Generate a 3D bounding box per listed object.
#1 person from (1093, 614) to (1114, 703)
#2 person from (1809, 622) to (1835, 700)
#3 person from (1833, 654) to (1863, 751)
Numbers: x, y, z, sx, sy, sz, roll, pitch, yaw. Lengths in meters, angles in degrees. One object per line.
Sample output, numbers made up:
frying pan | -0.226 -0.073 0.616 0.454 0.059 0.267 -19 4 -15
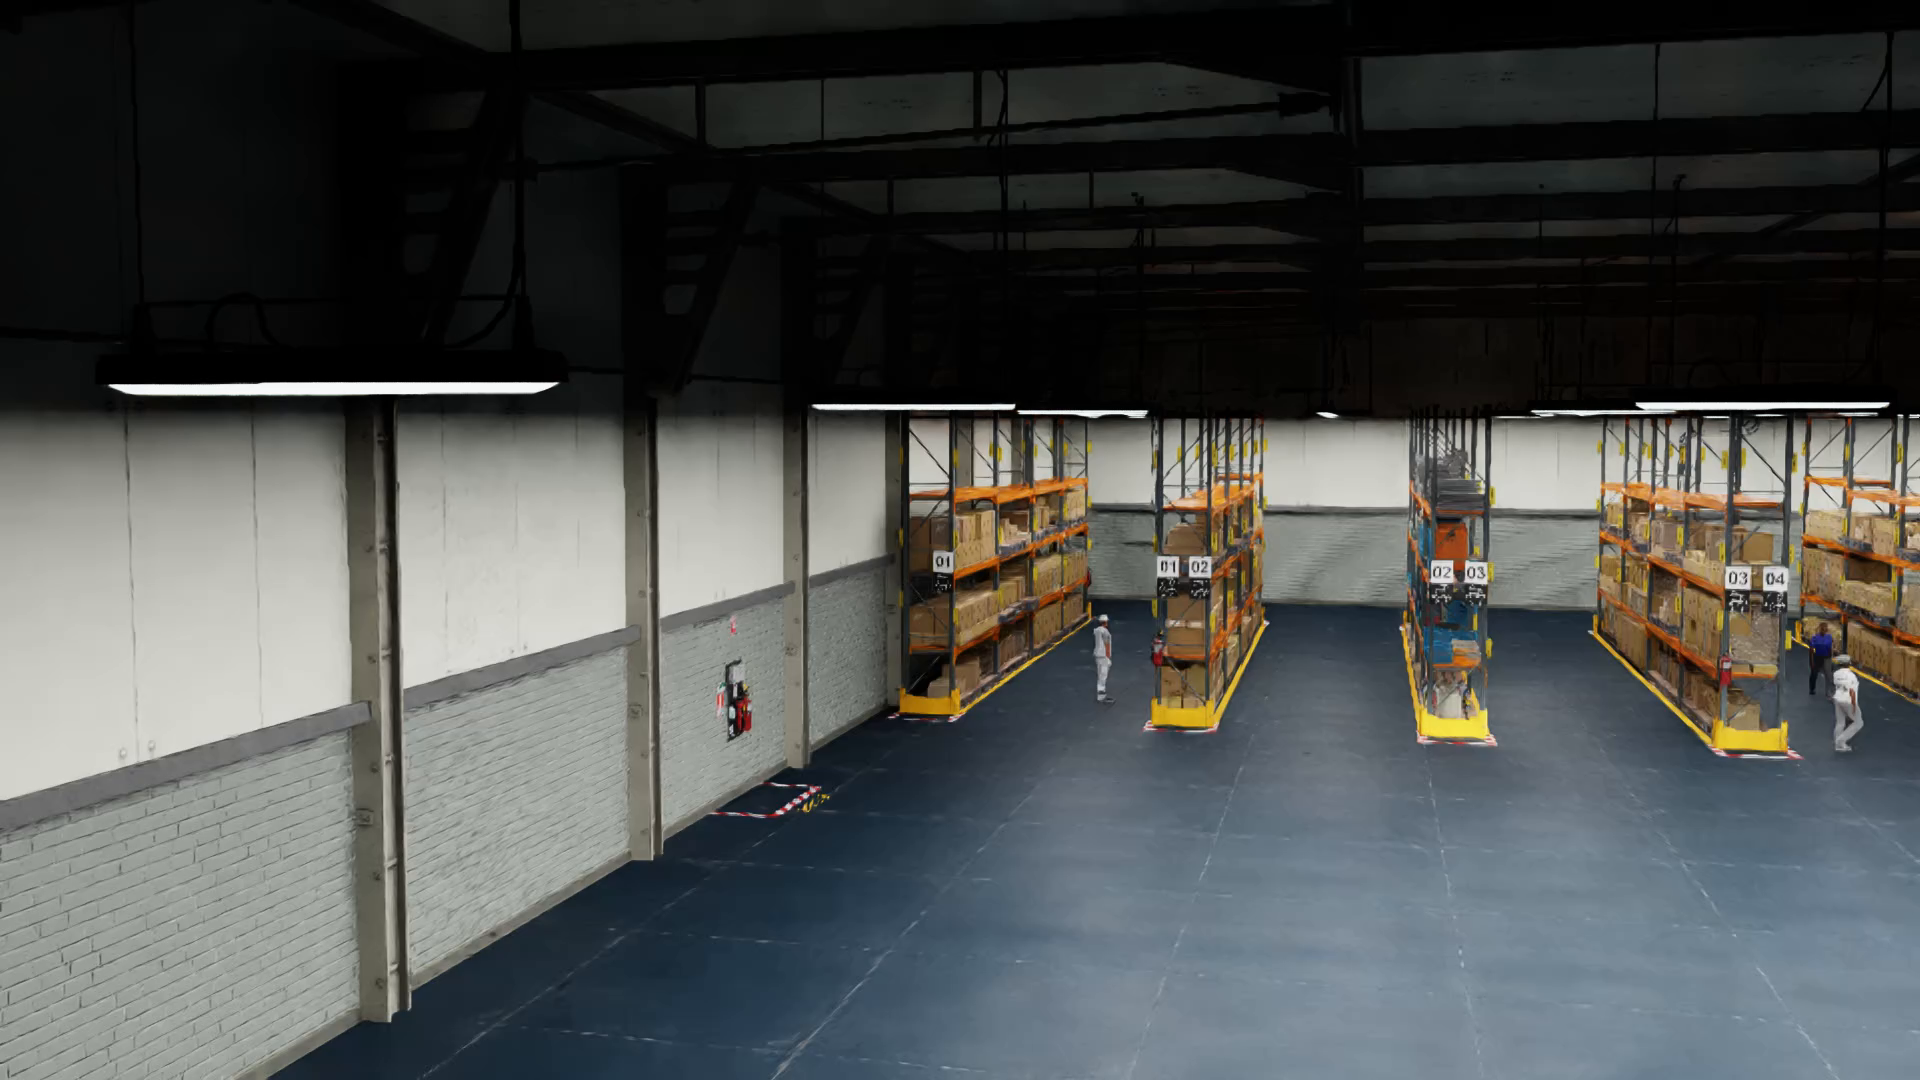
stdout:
person | 2.949 2.389 33.779 0.442 1.792 0.606 -1 4 -17
person | 17.749 2.460 34.286 0.447 1.574 1.088 1 4 16
person | 15.297 2.825 28.751 0.422 1.674 0.501 -1 4 -14
